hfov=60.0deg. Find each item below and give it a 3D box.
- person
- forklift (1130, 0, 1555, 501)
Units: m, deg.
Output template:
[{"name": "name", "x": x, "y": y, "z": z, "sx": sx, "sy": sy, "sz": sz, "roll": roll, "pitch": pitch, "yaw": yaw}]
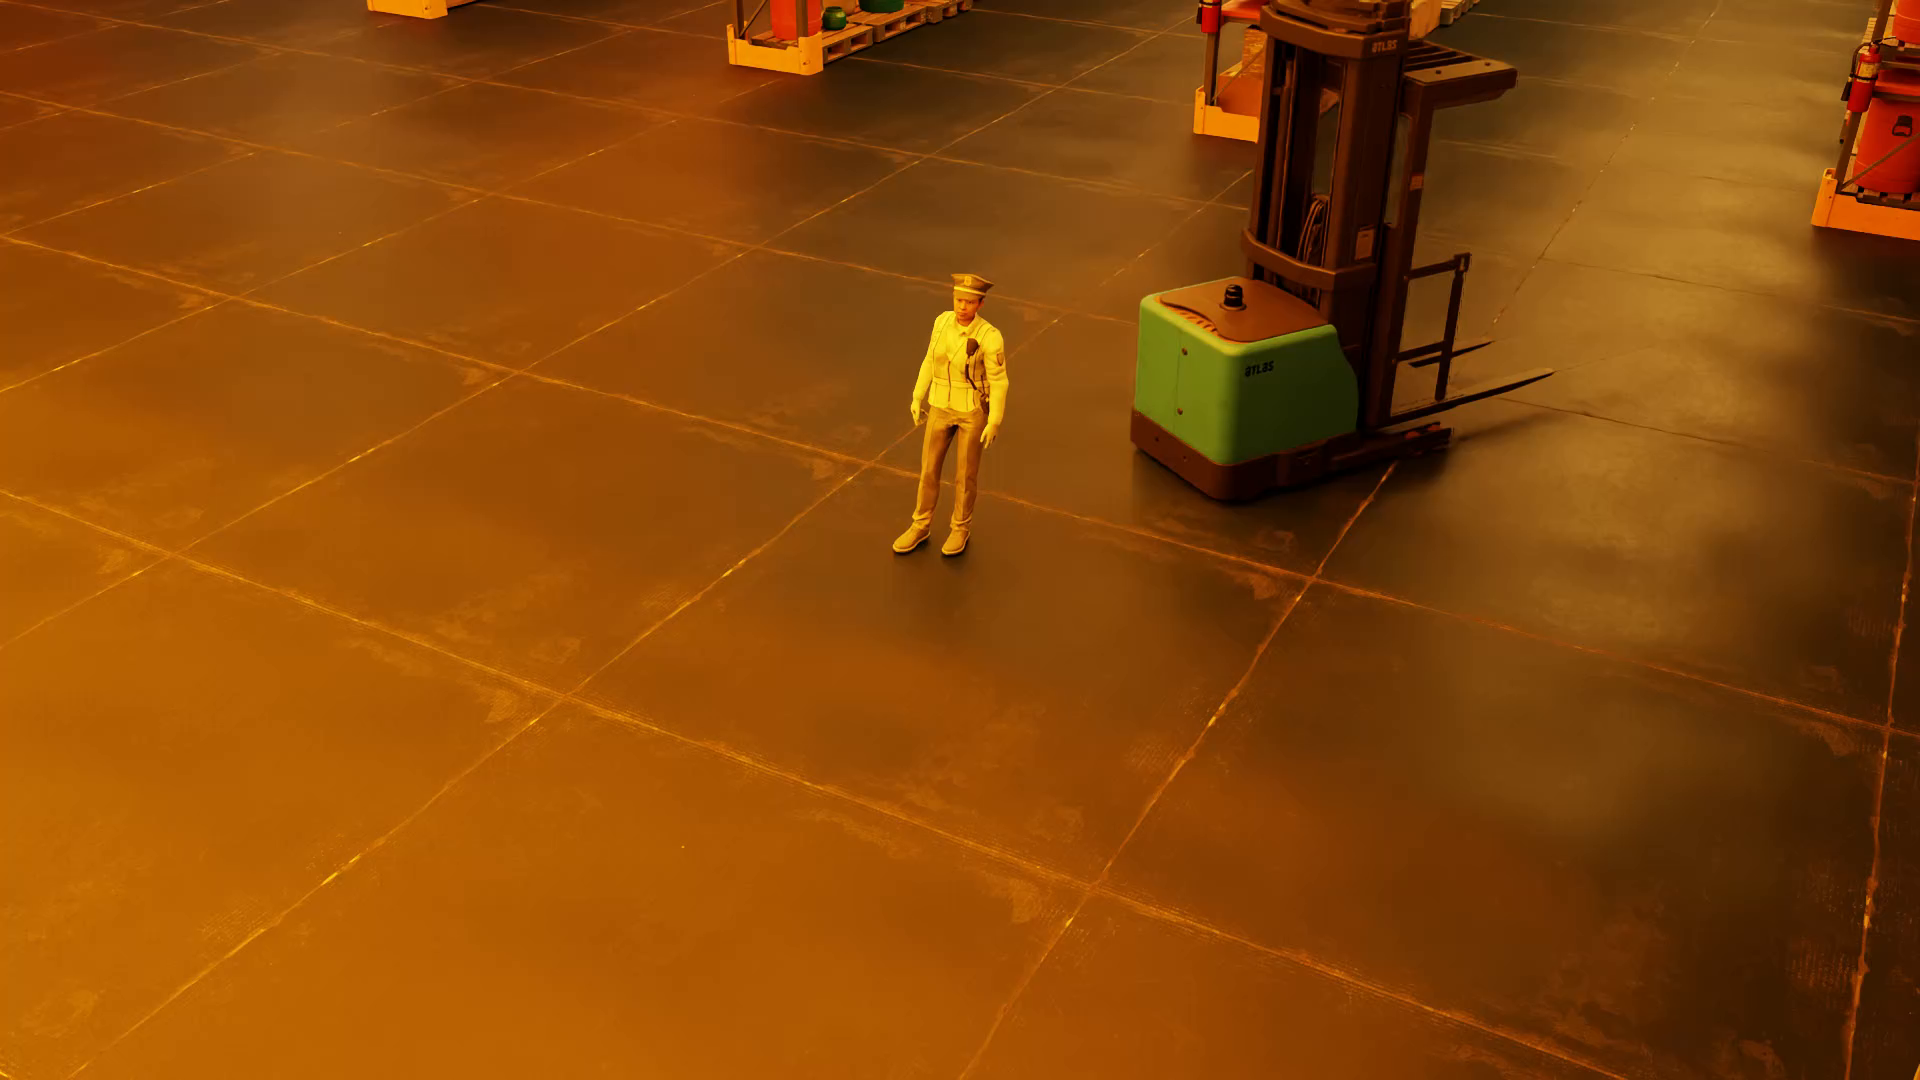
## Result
[{"name": "person", "x": -0.039, "y": -0.712, "z": 9.527, "sx": 0.586, "sy": 1.694, "sz": 0.532, "roll": 15, "pitch": 33, "yaw": 25}, {"name": "forklift", "x": 2.667, "y": -2.032, "z": 10.592, "sx": 3.031, "sy": 2.935, "sz": 1.130, "roll": -15, "pitch": 33, "yaw": -25}]
